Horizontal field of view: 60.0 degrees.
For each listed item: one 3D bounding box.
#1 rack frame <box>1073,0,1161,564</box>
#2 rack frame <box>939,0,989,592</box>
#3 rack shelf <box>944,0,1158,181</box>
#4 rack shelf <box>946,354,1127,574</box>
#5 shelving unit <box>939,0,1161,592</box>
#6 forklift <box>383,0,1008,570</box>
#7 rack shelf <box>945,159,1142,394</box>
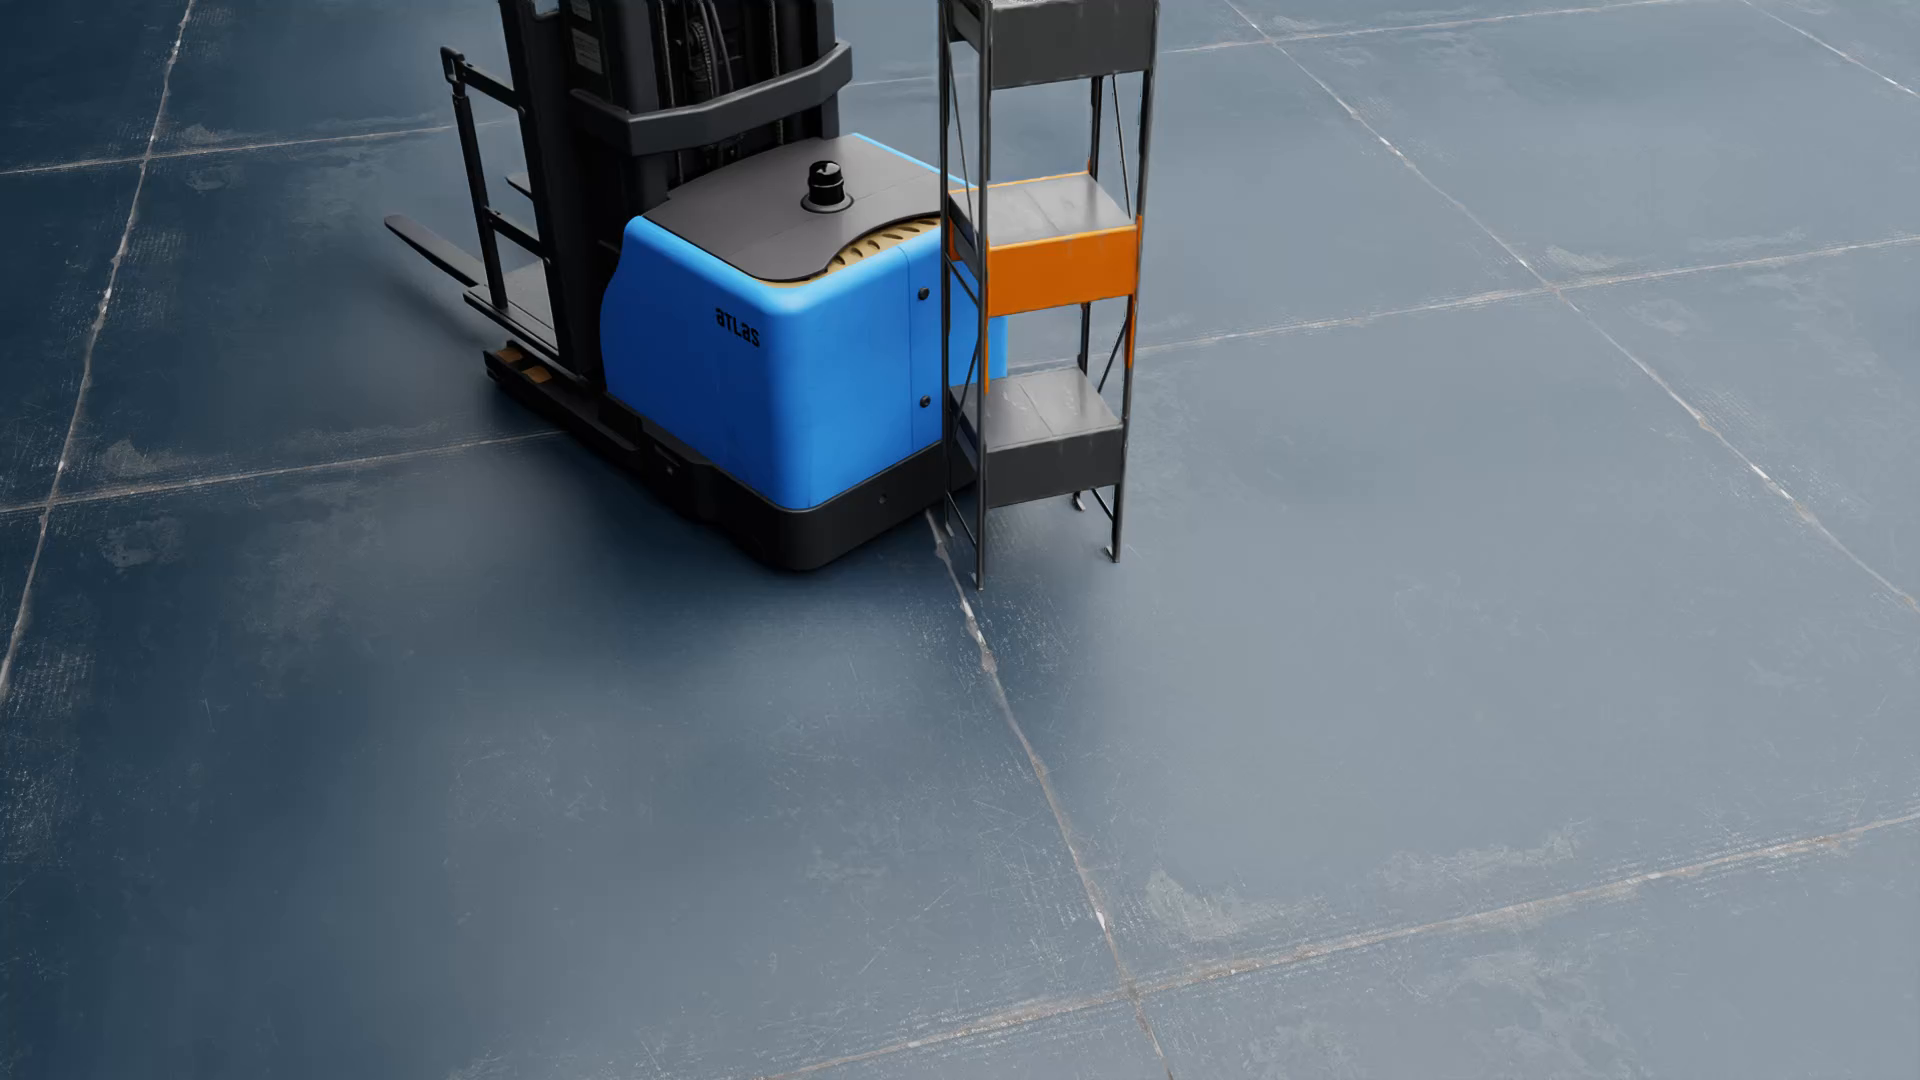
[{"bbox_3d":[0.472,-0.869,5.158,0.015,2.100,0.400,-11,39,-14],"label":"rack frame"},{"bbox_3d":[0.008,-0.777,5.037,0.015,2.100,0.400,-11,39,-14],"label":"rack frame"},{"bbox_3d":[0.240,-1.368,4.681,0.480,0.518,0.431,-11,39,-14],"label":"rack shelf"},{"bbox_3d":[0.240,-0.256,5.531,0.480,0.518,0.431,-11,39,-14],"label":"rack shelf"},{"bbox_3d":[0.240,-0.823,5.098,0.503,2.100,0.431,-11,39,-14],"label":"shelving unit"},{"bbox_3d":[-1.206,-1.861,5.770,1.130,2.935,3.031,-31,47,-34],"label":"forklift"},{"bbox_3d":[0.240,-0.812,5.106,0.480,0.518,0.431,-11,39,-14],"label":"rack shelf"}]
